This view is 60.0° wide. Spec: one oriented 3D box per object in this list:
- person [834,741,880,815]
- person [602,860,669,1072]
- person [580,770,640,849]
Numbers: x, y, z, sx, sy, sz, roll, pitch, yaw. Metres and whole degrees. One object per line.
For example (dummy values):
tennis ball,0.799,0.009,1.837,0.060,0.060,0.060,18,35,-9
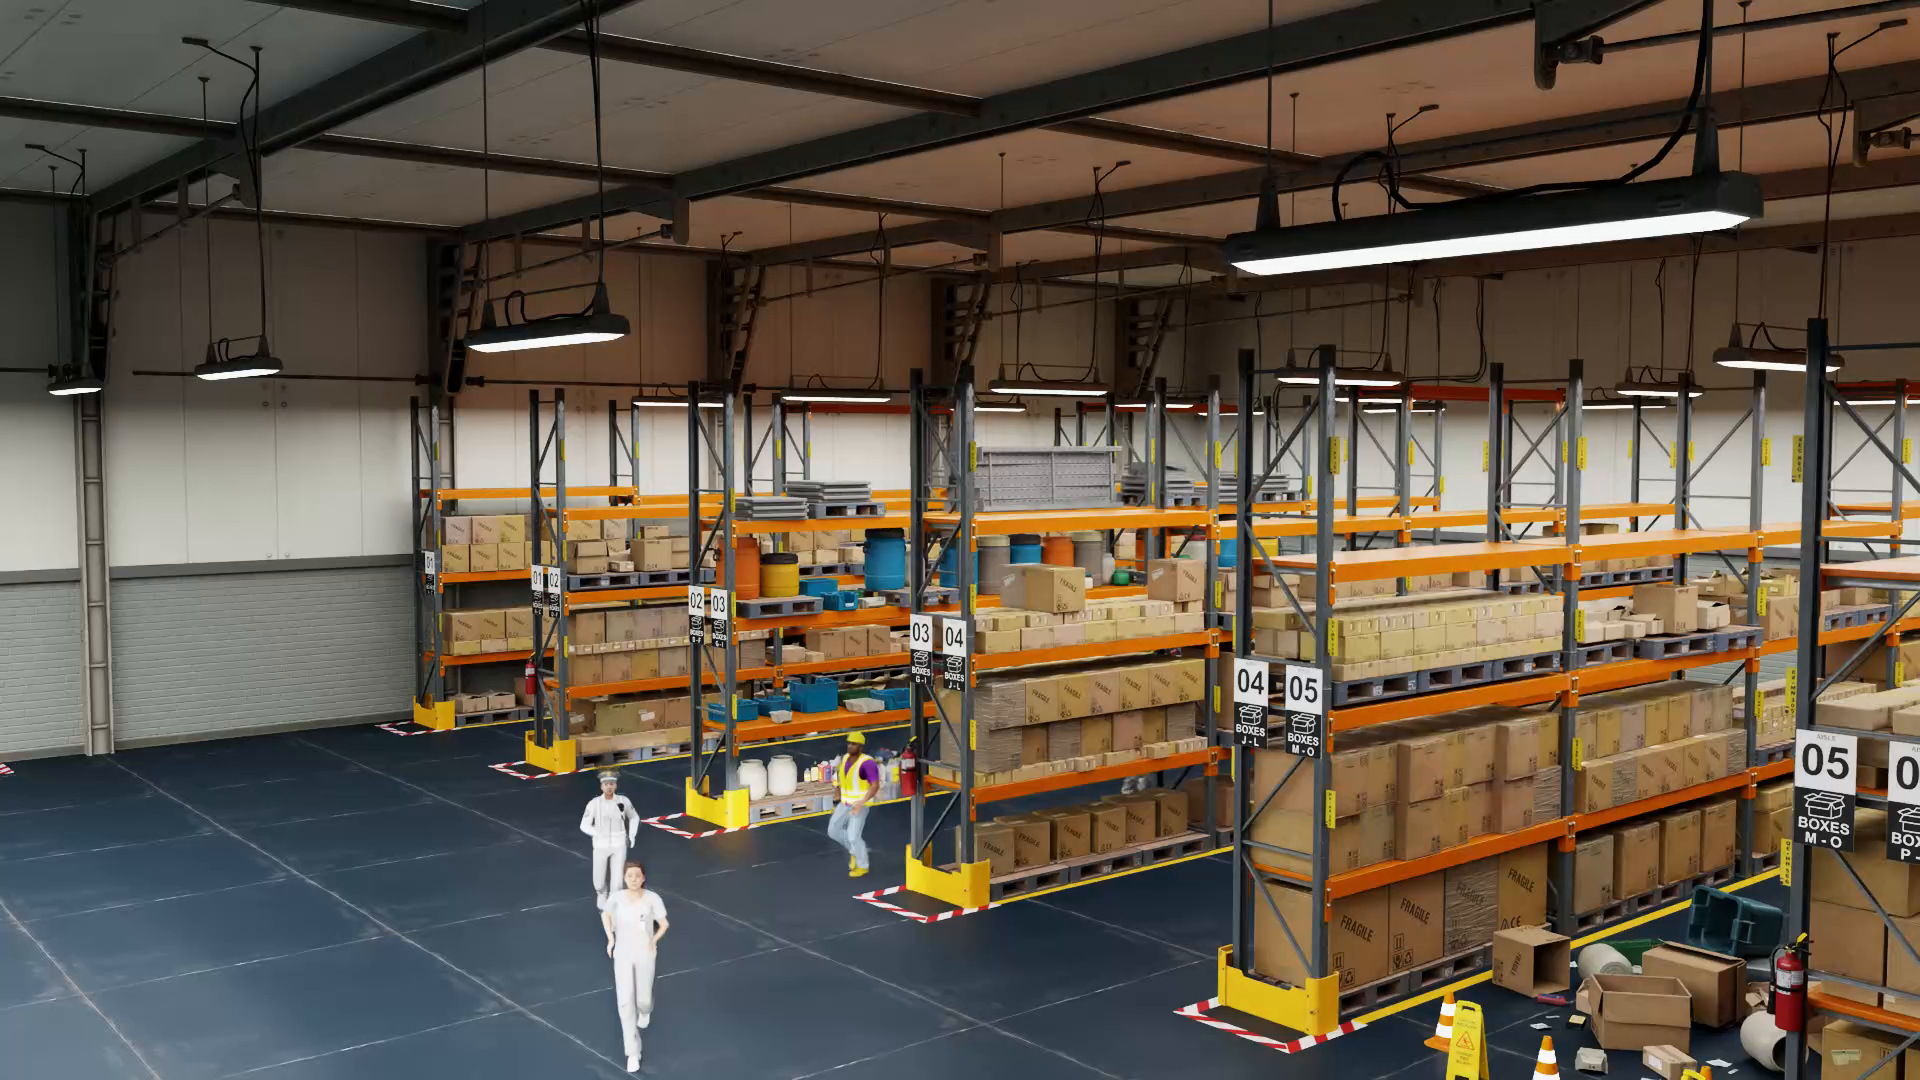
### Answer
person,-1.252,2.766,19.786,0.415,0.913,0.728,-3,4,-41
person,-2.738,3.517,14.009,0.567,1.669,0.879,0,3,-6
person,-3.717,2.868,17.665,0.621,0.824,0.517,-1,3,-12
